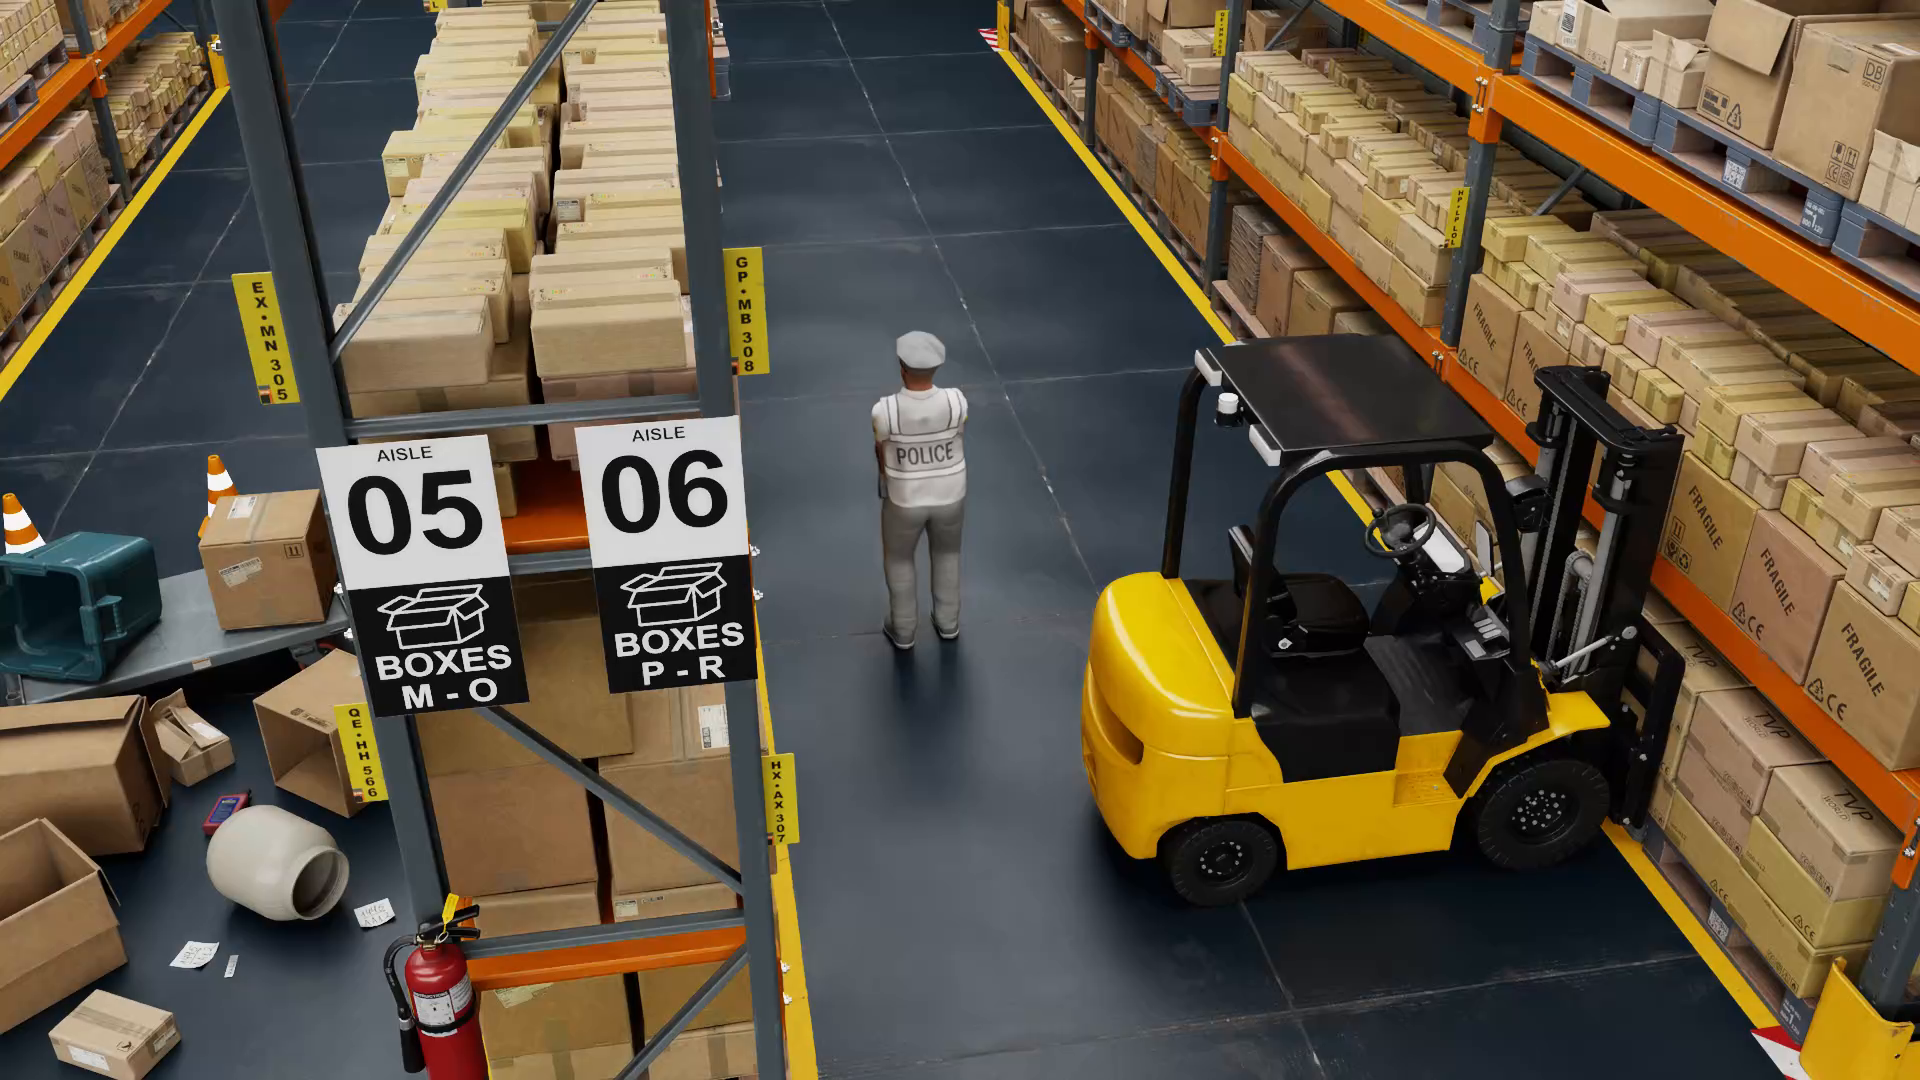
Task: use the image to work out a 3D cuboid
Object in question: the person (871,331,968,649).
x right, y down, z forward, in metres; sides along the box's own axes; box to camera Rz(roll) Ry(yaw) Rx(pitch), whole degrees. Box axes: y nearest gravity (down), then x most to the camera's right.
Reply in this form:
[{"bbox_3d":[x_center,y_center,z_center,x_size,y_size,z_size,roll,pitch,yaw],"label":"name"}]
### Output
[{"bbox_3d":[-0.223,-0.281,8.594,0.490,1.771,0.566,-7,31,-12],"label":"person"}]
